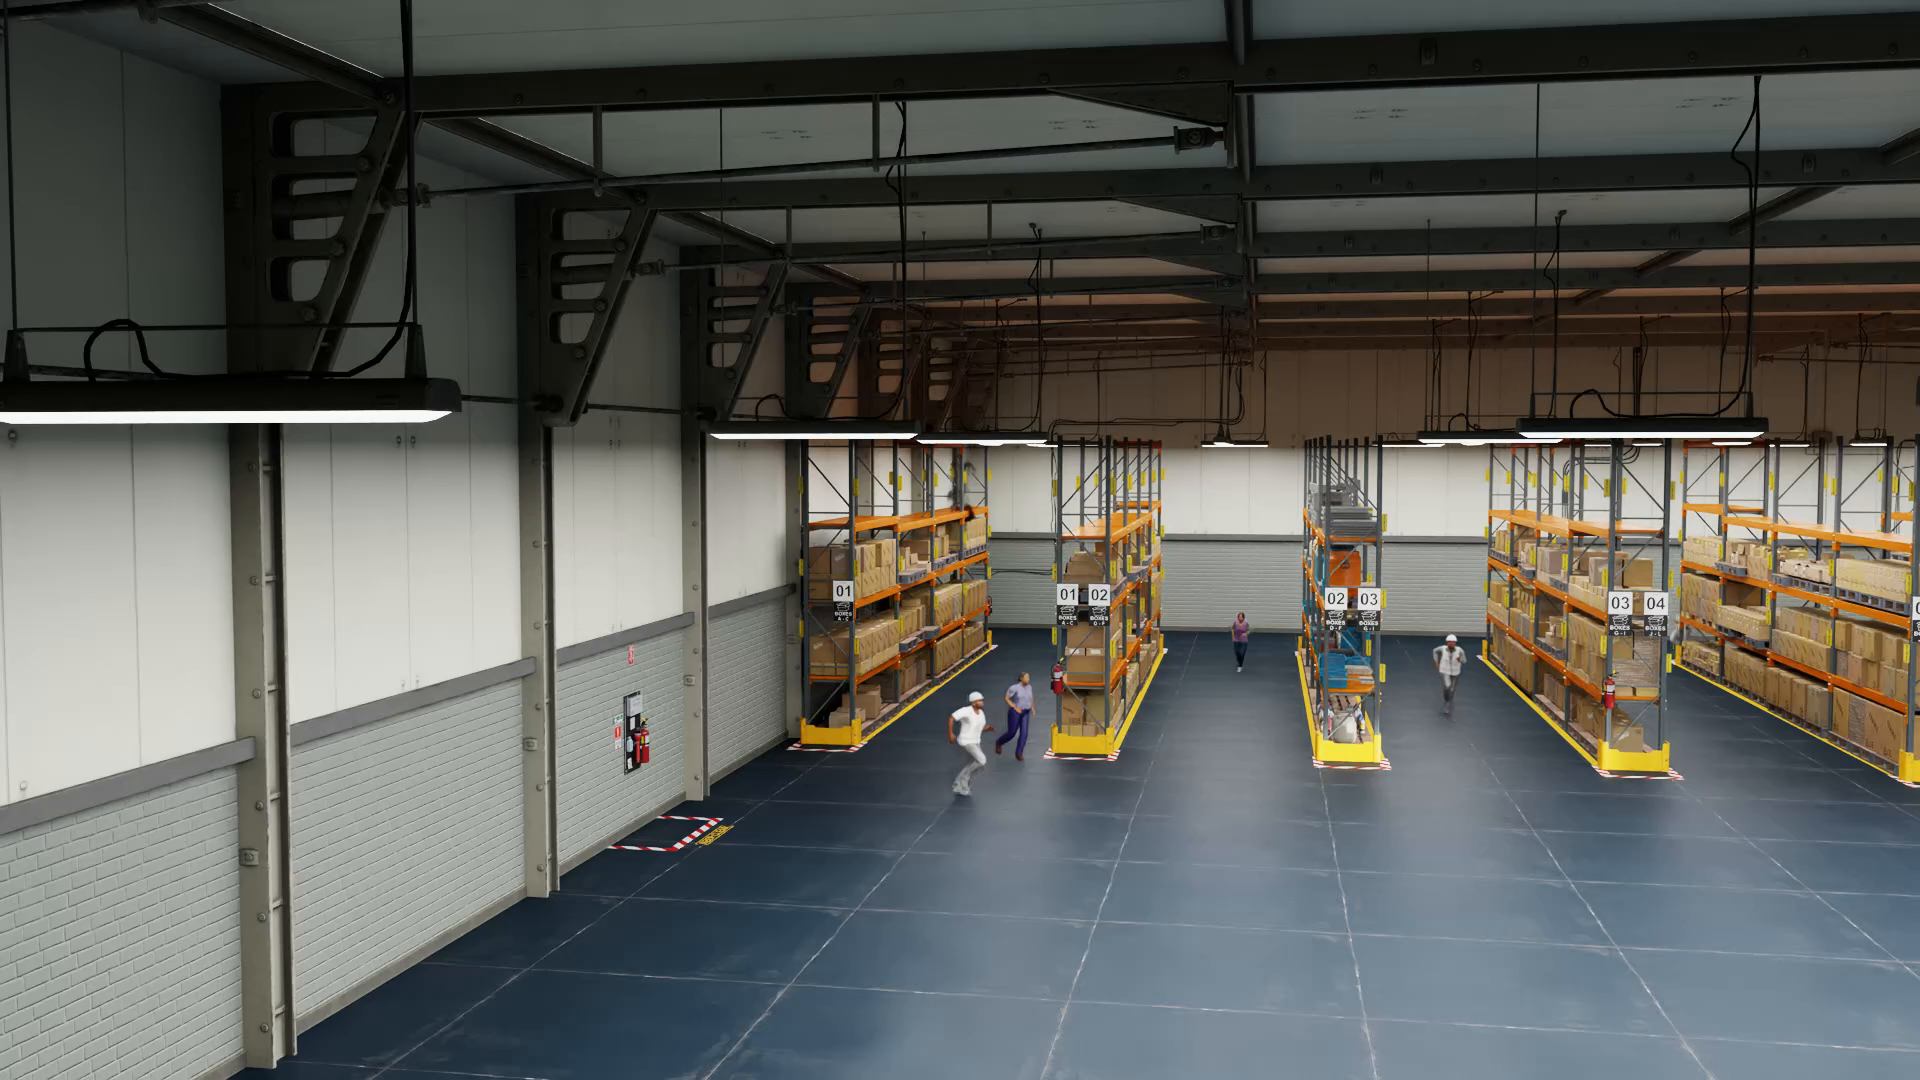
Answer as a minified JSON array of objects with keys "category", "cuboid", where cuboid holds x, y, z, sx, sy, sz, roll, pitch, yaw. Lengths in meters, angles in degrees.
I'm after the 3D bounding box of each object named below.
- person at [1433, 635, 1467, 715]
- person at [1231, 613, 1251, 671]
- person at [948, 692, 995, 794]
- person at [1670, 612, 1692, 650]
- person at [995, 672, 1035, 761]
[{"category":"person","cuboid":[10.622,2.900,36.087,0.646,1.744,0.922,0,3,3]},{"category":"person","cuboid":[7.228,2.626,42.824,0.504,1.541,0.659,1,3,10]},{"category":"person","cuboid":[0.210,3.363,27.483,0.729,1.707,0.744,2,4,31]},{"category":"person","cuboid":[19.773,2.441,45.533,0.580,1.635,0.586,0,3,-8]},{"category":"person","cuboid":[1.108,3.250,30.939,0.715,1.614,0.781,-2,4,-34]}]
